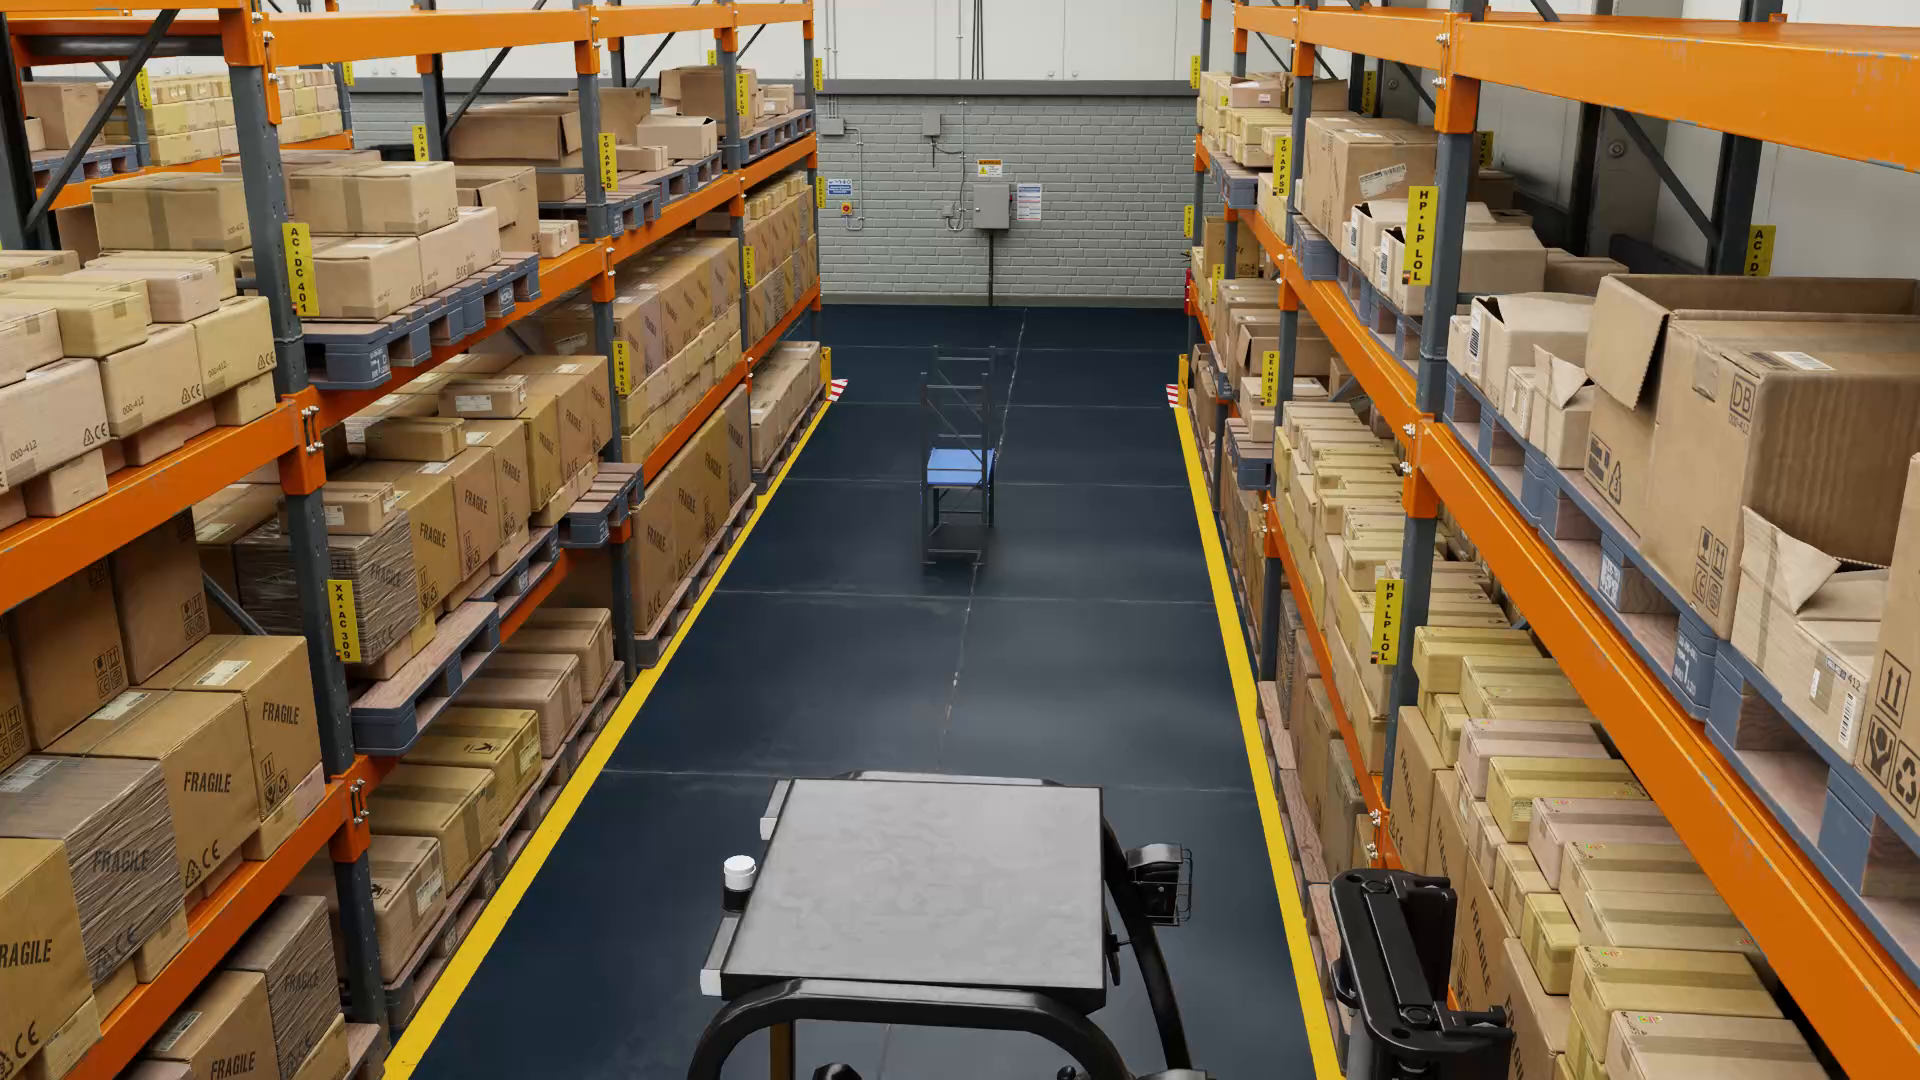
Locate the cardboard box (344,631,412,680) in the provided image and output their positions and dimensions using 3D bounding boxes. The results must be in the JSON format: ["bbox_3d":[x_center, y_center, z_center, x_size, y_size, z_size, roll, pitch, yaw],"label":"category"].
[{"bbox_3d":[-2.518,0.462,6.924,0.380,0.149,0.250,2,18,5],"label":"cardboard box"}]

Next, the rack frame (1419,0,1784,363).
[{"bbox_3d":[2.079,-2.034,5.179,1.000,3.000,0.127,1,18,4],"label":"rack frame"}]

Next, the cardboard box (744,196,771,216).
[{"bbox_3d":[-1.912,-3.019,15.010,0.380,0.149,0.250,1,18,2],"label":"cardboard box"}]

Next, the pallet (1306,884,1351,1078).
[{"bbox_3d":[2.092,1.912,7.248,1.003,0.211,1.213,1,18,4],"label":"pallet"}]

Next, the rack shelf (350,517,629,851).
[{"bbox_3d":[-2.729,0.428,8.455,1.077,0.370,4.000,1,18,4],"label":"rack shelf"}]

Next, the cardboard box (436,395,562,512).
[{"bbox_3d":[-2.402,-0.459,8.693,0.500,0.500,0.500,0,18,0],"label":"cardboard box"}]

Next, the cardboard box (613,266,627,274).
[{"bbox_3d":[-2.695,-1.695,12.012,0.500,0.500,0.500,1,18,3],"label":"cardboard box"}]

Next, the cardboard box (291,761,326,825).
[{"bbox_3d":[-2.592,0.933,6.161,0.380,0.149,0.250,1,18,3],"label":"cardboard box"}]

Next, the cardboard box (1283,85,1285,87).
[{"bbox_3d":[2.993,-3.710,14.070,0.500,0.250,0.500,1,18,2],"label":"cardboard box"}]

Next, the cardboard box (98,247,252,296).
[{"bbox_3d":[-2.975,-1.031,6.502,0.500,0.250,0.500,1,18,3],"label":"cardboard box"}]

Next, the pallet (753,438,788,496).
[{"bbox_3d":[-2.167,-0.687,15.180,1.003,0.211,1.213,1,18,4],"label":"pallet"}]

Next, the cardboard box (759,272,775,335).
[{"bbox_3d":[-1.964,-2.121,14.918,0.500,0.500,0.500,1,18,4],"label":"cardboard box"}]

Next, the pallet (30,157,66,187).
[{"bbox_3d":[-7.465,-2.681,12.273,1.213,0.211,1.003,1,18,4],"label":"pallet"}]

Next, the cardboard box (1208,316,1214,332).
[{"bbox_3d":[2.451,-1.977,15.041,0.380,0.149,0.250,1,18,3],"label":"cardboard box"}]

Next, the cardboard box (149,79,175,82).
[{"bbox_3d":[-7.427,-4.143,15.231,0.380,0.149,0.250,1,18,4],"label":"cardboard box"}]

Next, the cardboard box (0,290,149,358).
[{"bbox_3d":[-2.615,-0.630,4.833,0.380,0.149,0.250,2,18,6],"label":"cardboard box"}]

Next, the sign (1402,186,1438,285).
[{"bbox_3d":[1.537,-1.013,5.544,0.100,0.325,0.005,1,18,4],"label":"sign"}]

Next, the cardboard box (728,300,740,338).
[{"bbox_3d":[-2.088,-1.801,13.541,0.500,0.250,0.500,1,18,4],"label":"cardboard box"}]

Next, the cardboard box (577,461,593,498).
[{"bbox_3d":[-2.295,-0.344,9.385,0.380,0.149,0.250,1,18,3],"label":"cardboard box"}]

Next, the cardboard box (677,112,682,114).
[{"bbox_3d":[-2.554,-3.618,14.399,0.380,0.149,0.250,2,18,5],"label":"cardboard box"}]

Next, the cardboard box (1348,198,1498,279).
[{"bbox_3d":[1.942,-1.282,7.009,0.500,0.311,0.500,1,18,2],"label":"cardboard box"}]

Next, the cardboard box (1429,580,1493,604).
[{"bbox_3d":[1.882,0.269,6.581,0.380,0.149,0.250,1,18,3],"label":"cardboard box"}]

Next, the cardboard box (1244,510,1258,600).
[{"bbox_3d":[2.262,0.109,11.613,0.500,0.500,0.500,2,18,6],"label":"cardboard box"}]

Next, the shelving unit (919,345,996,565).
[{"bbox_3d":[-0.006,-0.686,13.109,0.538,1.500,1.048,1,18,4],"label":"shelving unit"}]

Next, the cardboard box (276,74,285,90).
[{"bbox_3d":[-6.810,-4.454,16.180,0.380,0.149,0.250,1,18,3],"label":"cardboard box"}]

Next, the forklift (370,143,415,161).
[{"bbox_3d":[-4.818,-1.924,14.588,1.130,2.935,3.031,2,18,7],"label":"forklift"}]

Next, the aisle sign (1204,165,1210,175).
[{"bbox_3d":[2.651,-4.173,17.167,0.394,0.787,0.004,1,18,4],"label":"aisle sign"}]

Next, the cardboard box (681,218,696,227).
[{"bbox_3d":[-2.467,-2.791,14.314,0.380,0.149,0.250,2,18,5],"label":"cardboard box"}]

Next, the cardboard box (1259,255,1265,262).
[{"bbox_3d":[3.132,-2.671,16.521,0.500,0.250,0.500,1,18,4],"label":"cardboard box"}]

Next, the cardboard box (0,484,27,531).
[{"bbox_3d":[-2.782,-0.096,4.485,0.380,0.149,0.250,2,18,5],"label":"cardboard box"}]

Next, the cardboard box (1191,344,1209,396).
[{"bbox_3d":[2.800,-1.736,17.237,0.797,0.503,0.637,1,18,2],"label":"cardboard box"}]

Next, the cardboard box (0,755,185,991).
[{"bbox_3d":[-2.719,0.983,4.967,0.500,0.500,0.500,2,18,5],"label":"cardboard box"}]

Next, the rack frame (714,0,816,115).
[{"bbox_3d":[-2.012,-5.871,16.887,1.000,3.000,0.127,1,18,4],"label":"rack frame"}]

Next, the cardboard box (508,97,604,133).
[{"bbox_3d":[-2.749,-2.761,11.381,0.500,0.500,0.500,1,18,4],"label":"cardboard box"}]

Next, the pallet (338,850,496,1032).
[{"bbox_3d":[-2.818,1.790,7.620,1.003,0.211,1.213,1,18,4],"label":"pallet"}]

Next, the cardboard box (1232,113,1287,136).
[{"bbox_3d":[2.192,-3.036,12.146,0.380,0.149,0.250,1,18,3],"label":"cardboard box"}]

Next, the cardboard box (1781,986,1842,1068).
[{"bbox_3d":[2.207,1.128,3.960,0.380,0.149,0.250,1,18,4],"label":"cardboard box"}]

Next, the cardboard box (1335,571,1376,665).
[{"bbox_3d":[1.888,0.332,7.029,0.500,0.250,0.500,1,18,2],"label":"cardboard box"}]

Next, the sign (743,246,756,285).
[{"bbox_3d":[-1.757,-2.281,13.835,0.100,0.325,0.005,1,18,4],"label":"sign"}]

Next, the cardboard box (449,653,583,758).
[{"bbox_3d":[-2.681,0.919,9.348,0.950,0.372,0.625,1,18,3],"label":"cardboard box"}]

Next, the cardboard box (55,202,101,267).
[{"bbox_3d":[-7.480,-2.673,14.518,0.500,0.500,0.500,1,18,2],"label":"cardboard box"}]

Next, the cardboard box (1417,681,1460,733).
[{"bbox_3d":[1.793,0.554,5.712,0.380,0.149,0.250,1,18,3],"label":"cardboard box"}]

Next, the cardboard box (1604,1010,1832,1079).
[{"bbox_3d":[1.586,1.128,3.484,0.380,0.149,0.250,2,18,5],"label":"cardboard box"}]

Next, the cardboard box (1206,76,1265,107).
[{"bbox_3d":[2.579,-4.197,15.558,0.500,0.250,0.500,1,18,3],"label":"cardboard box"}]

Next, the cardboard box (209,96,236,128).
[{"bbox_3d":[-6.879,-3.903,15.138,0.500,0.250,0.500,2,18,5],"label":"cardboard box"}]

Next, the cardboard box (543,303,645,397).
[{"bbox_3d":[-2.307,-1.206,10.518,0.500,0.500,0.500,1,18,2],"label":"cardboard box"}]

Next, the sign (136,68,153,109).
[{"bbox_3d":[-6.690,-3.704,13.628,0.100,0.325,0.005,1,18,4],"label":"sign"}]

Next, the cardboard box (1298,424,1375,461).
[{"bbox_3d":[2.038,-0.526,9.007,0.380,0.149,0.250,2,18,5],"label":"cardboard box"}]

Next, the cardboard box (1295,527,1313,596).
[{"bbox_3d":[2.019,0.094,8.559,0.500,0.250,0.500,1,18,2],"label":"cardboard box"}]

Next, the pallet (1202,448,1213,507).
[{"bbox_3d":[2.702,-0.556,14.781,1.003,0.211,1.213,1,18,4],"label":"pallet"}]

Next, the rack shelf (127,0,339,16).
[{"bbox_3d":[-7.100,-4.985,15.346,1.077,0.370,4.000,1,18,4],"label":"rack shelf"}]

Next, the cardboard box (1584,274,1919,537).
[{"bbox_3d":[1.834,-0.302,3.709,0.797,0.503,0.637,2,18,6],"label":"cardboard box"}]

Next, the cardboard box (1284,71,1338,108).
[{"bbox_3d":[2.698,-3.463,12.781,0.396,0.266,0.258,1,18,3],"label":"cardboard box"}]

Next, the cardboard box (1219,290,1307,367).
[{"bbox_3d":[2.357,-1.609,12.681,0.700,0.500,0.500,1,18,5],"label":"cardboard box"}]

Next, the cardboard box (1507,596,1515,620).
[{"bbox_3d":[2.389,0.275,6.565,0.380,0.149,0.250,1,18,2],"label":"cardboard box"}]

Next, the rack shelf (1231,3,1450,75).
[{"bbox_3d":[2.509,-3.366,11.040,1.077,0.370,4.000,1,18,4],"label":"rack shelf"}]
